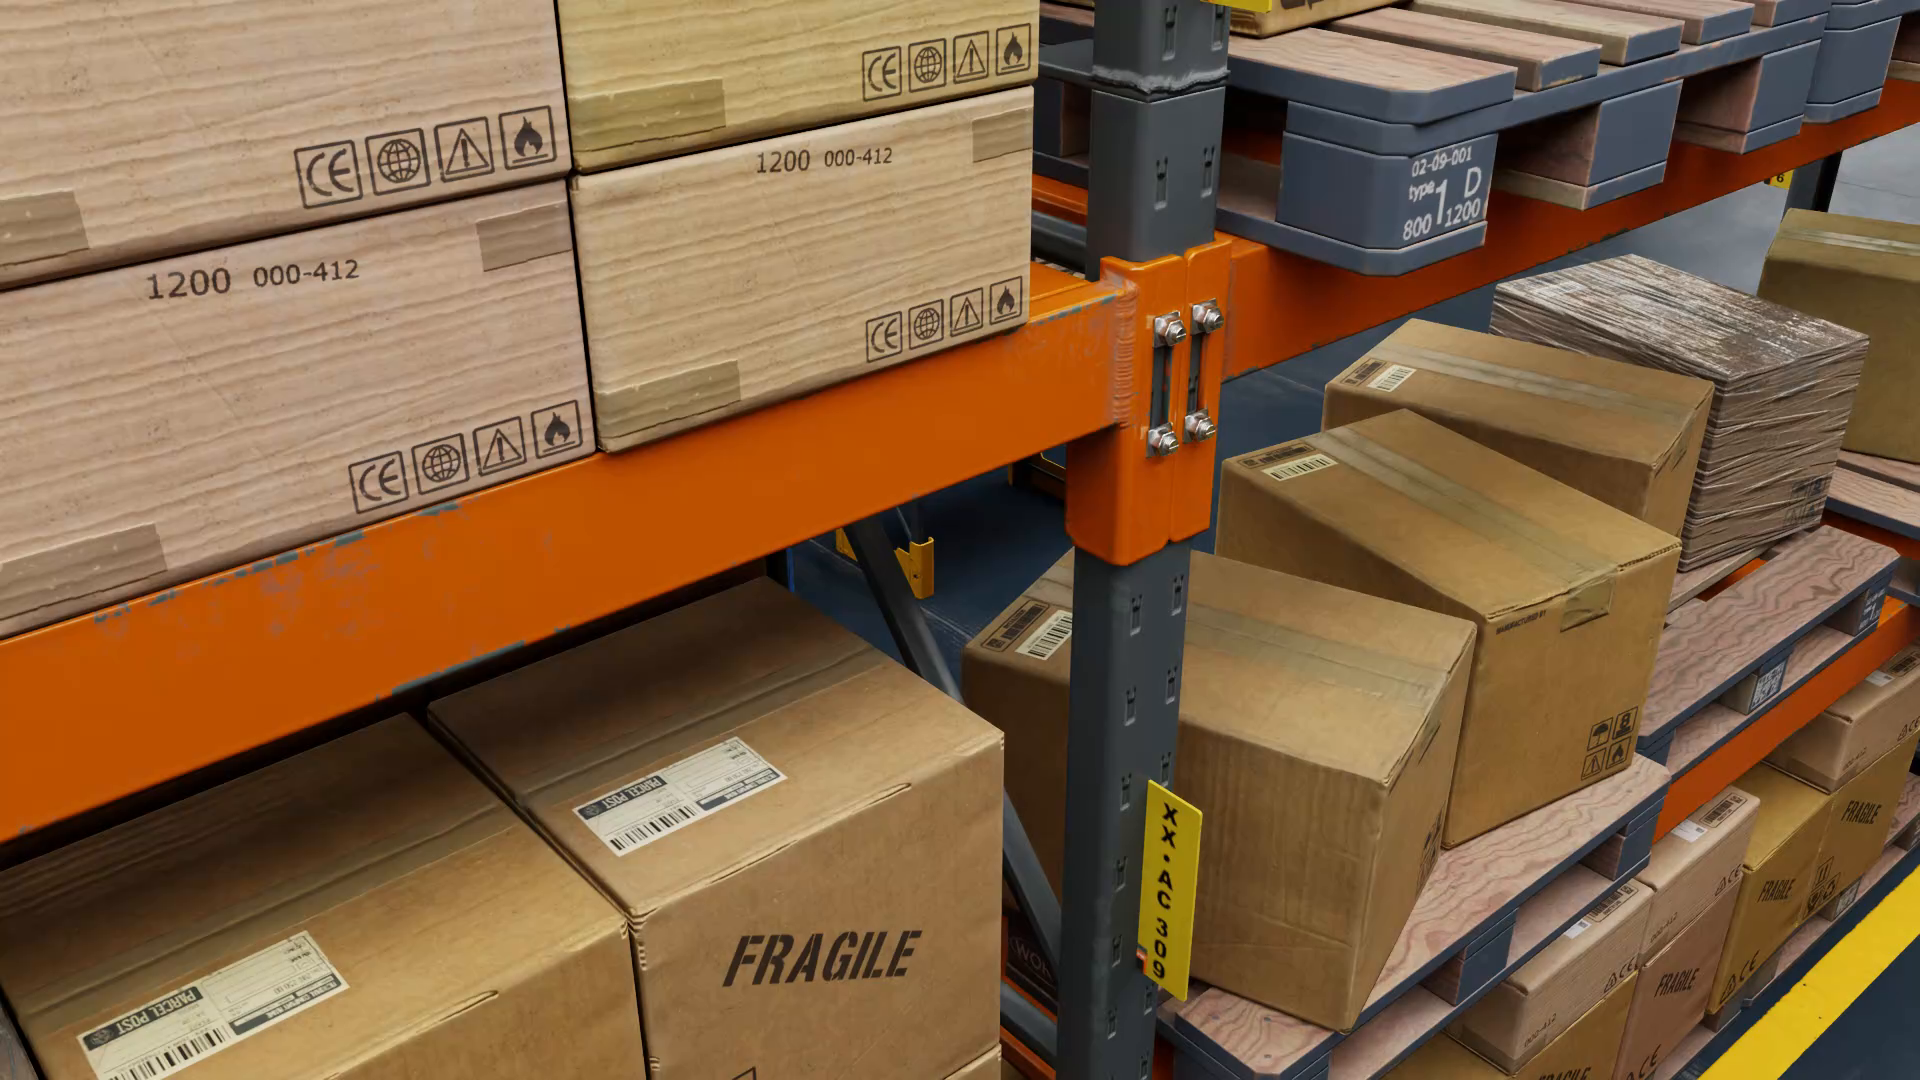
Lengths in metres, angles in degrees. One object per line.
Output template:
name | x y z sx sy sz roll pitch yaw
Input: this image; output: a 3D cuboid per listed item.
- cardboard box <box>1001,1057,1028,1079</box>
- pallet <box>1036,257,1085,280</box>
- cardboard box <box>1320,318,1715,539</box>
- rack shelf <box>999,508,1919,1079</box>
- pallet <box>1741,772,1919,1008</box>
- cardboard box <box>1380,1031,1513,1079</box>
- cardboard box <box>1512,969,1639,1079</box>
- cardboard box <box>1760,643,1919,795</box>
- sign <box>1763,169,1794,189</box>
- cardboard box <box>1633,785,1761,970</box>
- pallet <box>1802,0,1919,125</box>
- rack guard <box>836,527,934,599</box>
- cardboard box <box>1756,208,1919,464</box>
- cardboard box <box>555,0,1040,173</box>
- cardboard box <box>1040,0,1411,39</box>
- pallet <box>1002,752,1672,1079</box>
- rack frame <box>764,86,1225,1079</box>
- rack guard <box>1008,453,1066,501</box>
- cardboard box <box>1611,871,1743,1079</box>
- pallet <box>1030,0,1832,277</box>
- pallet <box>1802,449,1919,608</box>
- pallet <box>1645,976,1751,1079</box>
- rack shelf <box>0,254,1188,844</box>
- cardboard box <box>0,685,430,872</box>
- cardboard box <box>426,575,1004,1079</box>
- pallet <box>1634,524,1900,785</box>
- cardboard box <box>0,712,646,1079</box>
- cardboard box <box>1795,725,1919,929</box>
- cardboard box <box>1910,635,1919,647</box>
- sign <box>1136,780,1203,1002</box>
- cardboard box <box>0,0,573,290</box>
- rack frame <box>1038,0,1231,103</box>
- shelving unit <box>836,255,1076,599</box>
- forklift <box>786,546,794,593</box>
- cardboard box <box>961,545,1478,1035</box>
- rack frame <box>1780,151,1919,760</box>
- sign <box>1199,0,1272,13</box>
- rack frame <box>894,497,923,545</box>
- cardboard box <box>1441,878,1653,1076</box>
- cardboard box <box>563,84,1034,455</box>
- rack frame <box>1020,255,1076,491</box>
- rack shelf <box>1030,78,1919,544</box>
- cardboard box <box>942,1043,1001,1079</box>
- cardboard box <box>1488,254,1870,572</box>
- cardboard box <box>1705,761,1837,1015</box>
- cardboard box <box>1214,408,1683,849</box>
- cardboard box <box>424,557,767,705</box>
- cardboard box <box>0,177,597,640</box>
cardboard box | 0.110 1.322 3.779 0.500 0.500 0.500 -22 35 -35
pallet | 0.366 -1.327 9.509 1.213 0.211 1.003 -22 35 -35
cardboard box | 1.225 -0.125 3.749 0.700 0.500 0.500 18 33 30
rack shelf | 1.443 0.373 4.133 4.000 0.370 1.077 -22 35 -35
pallet | 2.372 0.888 5.364 1.213 0.211 1.003 -22 35 -35
cardboard box | 0.846 1.348 3.730 0.500 0.500 0.500 -21 35 -34
cardboard box | 1.231 1.198 4.011 0.500 0.500 0.500 -21 35 -34
cardboard box | 2.365 0.410 4.689 0.500 0.250 0.500 -20 34 -33
sign | 2.601 -1.265 5.206 0.005 0.325 0.100 -22 35 -35
cardboard box | 1.589 0.725 4.101 0.500 0.250 0.500 -23 36 -36
pallet | 1.250 -1.065 3.078 1.003 0.211 1.213 -22 35 -35
rack guard | -0.321 0.019 6.950 0.087 0.250 0.587 -22 35 -35
cardboard box | 2.558 -0.553 4.550 0.700 0.500 0.500 15 32 26
cardboard box | -0.273 -0.564 1.569 0.500 0.250 0.500 -22 35 -35
cardboard box | 0.352 -1.057 2.205 0.600 0.600 0.600 25 37 38
pallet | 0.600 0.547 3.248 1.213 0.211 1.003 -22 35 -35
rack frame | -0.079 0.667 2.819 0.127 3.000 1.000 -22 35 -35
rack guard | 0.437 -0.286 7.520 0.087 0.250 0.587 -22 35 -35
cardboard box | 1.616 1.043 4.301 0.500 0.500 0.500 -23 36 -37
pallet | 0.463 -0.747 2.482 1.003 0.211 1.213 -22 35 -35
pallet | 2.494 -0.239 4.719 1.003 0.211 1.213 -22 35 -35
pallet | 1.444 1.260 4.669 1.213 0.211 1.003 -22 35 -35
rack shelf | -1.600 0.274 1.136 4.000 0.370 1.077 -22 35 -35
cardboard box | -1.012 0.384 2.183 0.500 0.500 0.500 -23 36 -36
cardboard box | -0.296 0.430 2.096 0.500 0.500 0.500 -22 35 -35
pallet | 1.488 0.125 4.037 1.213 0.211 1.003 -22 35 -35
cardboard box | -0.684 0.587 1.801 0.500 0.500 0.500 -23 36 -36
cardboard box | 2.405 0.722 4.901 0.500 0.500 0.500 -20 34 -33
cardboard box | 3.553 0.416 5.760 0.500 0.250 0.500 -22 35 -35
sign | 0.279 0.478 2.255 0.005 0.325 0.100 -22 35 -35
cardboard box | -0.655 -0.412 1.285 0.500 0.250 0.500 -22 35 -35
rack frame | -0.079 -1.979 1.405 0.127 3.000 1.000 -22 35 -35
shelving unit | 0.058 -0.685 6.940 1.083 1.500 0.587 -22 35 -35
forklift | -2.042 -0.493 5.062 3.031 2.935 1.130 -22 35 -35
cardboard box | 0.427 0.373 2.817 0.700 0.500 0.500 15 32 26
rack frame | 2.964 -0.556 5.109 0.127 3.000 1.000 -22 35 -35
sign | 0.279 -0.691 1.630 0.005 0.325 0.100 -22 35 -35
rack frame | -0.322 -0.532 6.654 0.032 1.500 0.500 -22 35 -35
cardboard box | 1.208 0.878 3.813 0.500 0.250 0.500 -22 35 -35
cardboard box | -0.276 -0.345 1.690 0.500 0.250 0.500 -22 35 -35
rack frame | 0.452 -0.843 7.236 0.032 1.500 0.500 -22 35 -35
rack shelf | 1.443 -0.950 3.426 4.000 0.370 1.077 -22 35 -35
cardboard box | -0.293 0.868 2.337 0.500 0.500 0.500 -21 35 -34
cardboard box | 1.738 -0.341 4.154 0.500 0.500 0.700 -15 32 -26
cardboard box | 2.011 0.881 4.605 0.500 0.500 0.500 -23 36 -37
cardboard box | 0.909 0.140 3.254 0.500 0.500 0.700 -16 32 -27
cardboard box | -0.620 0.226 2.479 0.500 0.500 0.500 -21 34 -34
cardboard box | -0.663 -0.196 1.411 0.500 0.250 0.500 -22 35 -35
